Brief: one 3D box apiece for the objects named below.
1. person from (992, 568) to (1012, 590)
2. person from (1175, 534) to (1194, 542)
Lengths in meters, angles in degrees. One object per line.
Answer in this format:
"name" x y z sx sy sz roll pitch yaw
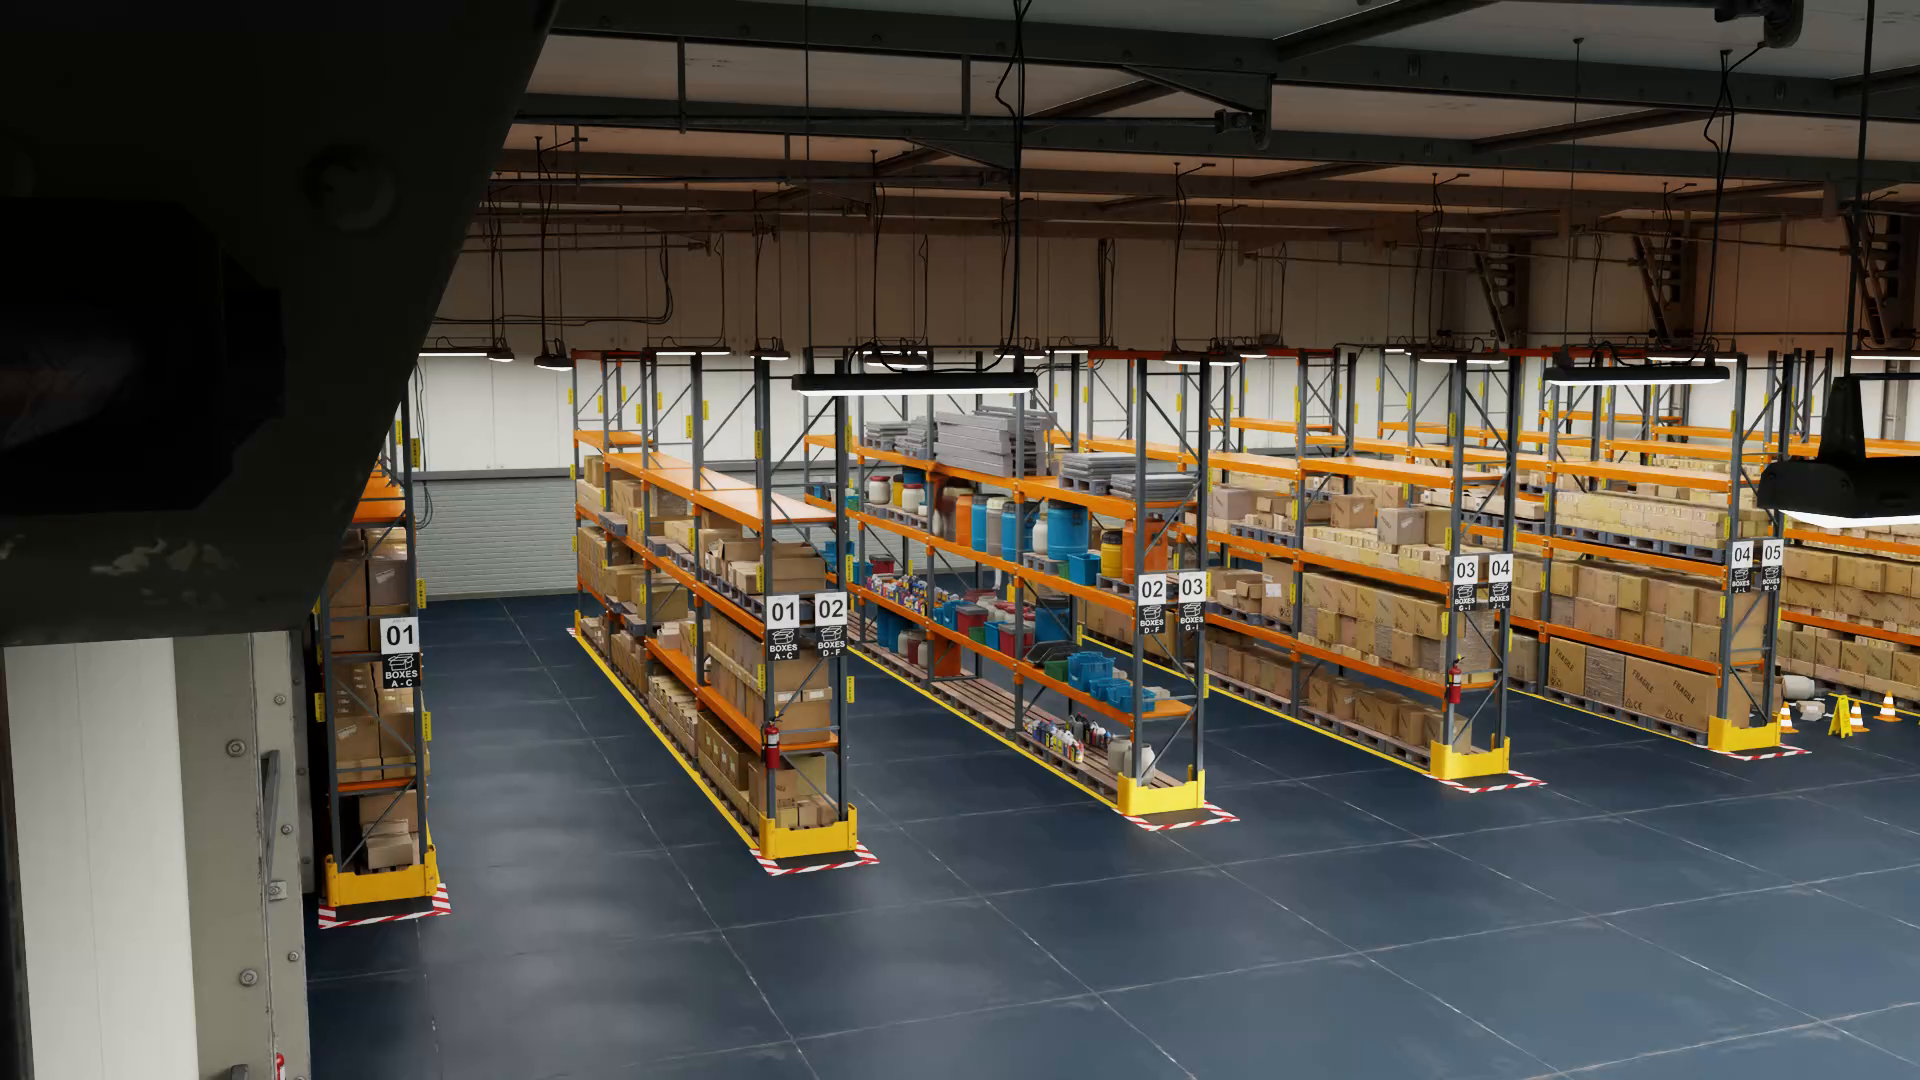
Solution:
"person" 1.106 0.352 41.082 0.565 1.714 1.061 2 7 13
"person" 6.045 -0.038 44.804 0.466 1.611 0.395 -3 8 -24
